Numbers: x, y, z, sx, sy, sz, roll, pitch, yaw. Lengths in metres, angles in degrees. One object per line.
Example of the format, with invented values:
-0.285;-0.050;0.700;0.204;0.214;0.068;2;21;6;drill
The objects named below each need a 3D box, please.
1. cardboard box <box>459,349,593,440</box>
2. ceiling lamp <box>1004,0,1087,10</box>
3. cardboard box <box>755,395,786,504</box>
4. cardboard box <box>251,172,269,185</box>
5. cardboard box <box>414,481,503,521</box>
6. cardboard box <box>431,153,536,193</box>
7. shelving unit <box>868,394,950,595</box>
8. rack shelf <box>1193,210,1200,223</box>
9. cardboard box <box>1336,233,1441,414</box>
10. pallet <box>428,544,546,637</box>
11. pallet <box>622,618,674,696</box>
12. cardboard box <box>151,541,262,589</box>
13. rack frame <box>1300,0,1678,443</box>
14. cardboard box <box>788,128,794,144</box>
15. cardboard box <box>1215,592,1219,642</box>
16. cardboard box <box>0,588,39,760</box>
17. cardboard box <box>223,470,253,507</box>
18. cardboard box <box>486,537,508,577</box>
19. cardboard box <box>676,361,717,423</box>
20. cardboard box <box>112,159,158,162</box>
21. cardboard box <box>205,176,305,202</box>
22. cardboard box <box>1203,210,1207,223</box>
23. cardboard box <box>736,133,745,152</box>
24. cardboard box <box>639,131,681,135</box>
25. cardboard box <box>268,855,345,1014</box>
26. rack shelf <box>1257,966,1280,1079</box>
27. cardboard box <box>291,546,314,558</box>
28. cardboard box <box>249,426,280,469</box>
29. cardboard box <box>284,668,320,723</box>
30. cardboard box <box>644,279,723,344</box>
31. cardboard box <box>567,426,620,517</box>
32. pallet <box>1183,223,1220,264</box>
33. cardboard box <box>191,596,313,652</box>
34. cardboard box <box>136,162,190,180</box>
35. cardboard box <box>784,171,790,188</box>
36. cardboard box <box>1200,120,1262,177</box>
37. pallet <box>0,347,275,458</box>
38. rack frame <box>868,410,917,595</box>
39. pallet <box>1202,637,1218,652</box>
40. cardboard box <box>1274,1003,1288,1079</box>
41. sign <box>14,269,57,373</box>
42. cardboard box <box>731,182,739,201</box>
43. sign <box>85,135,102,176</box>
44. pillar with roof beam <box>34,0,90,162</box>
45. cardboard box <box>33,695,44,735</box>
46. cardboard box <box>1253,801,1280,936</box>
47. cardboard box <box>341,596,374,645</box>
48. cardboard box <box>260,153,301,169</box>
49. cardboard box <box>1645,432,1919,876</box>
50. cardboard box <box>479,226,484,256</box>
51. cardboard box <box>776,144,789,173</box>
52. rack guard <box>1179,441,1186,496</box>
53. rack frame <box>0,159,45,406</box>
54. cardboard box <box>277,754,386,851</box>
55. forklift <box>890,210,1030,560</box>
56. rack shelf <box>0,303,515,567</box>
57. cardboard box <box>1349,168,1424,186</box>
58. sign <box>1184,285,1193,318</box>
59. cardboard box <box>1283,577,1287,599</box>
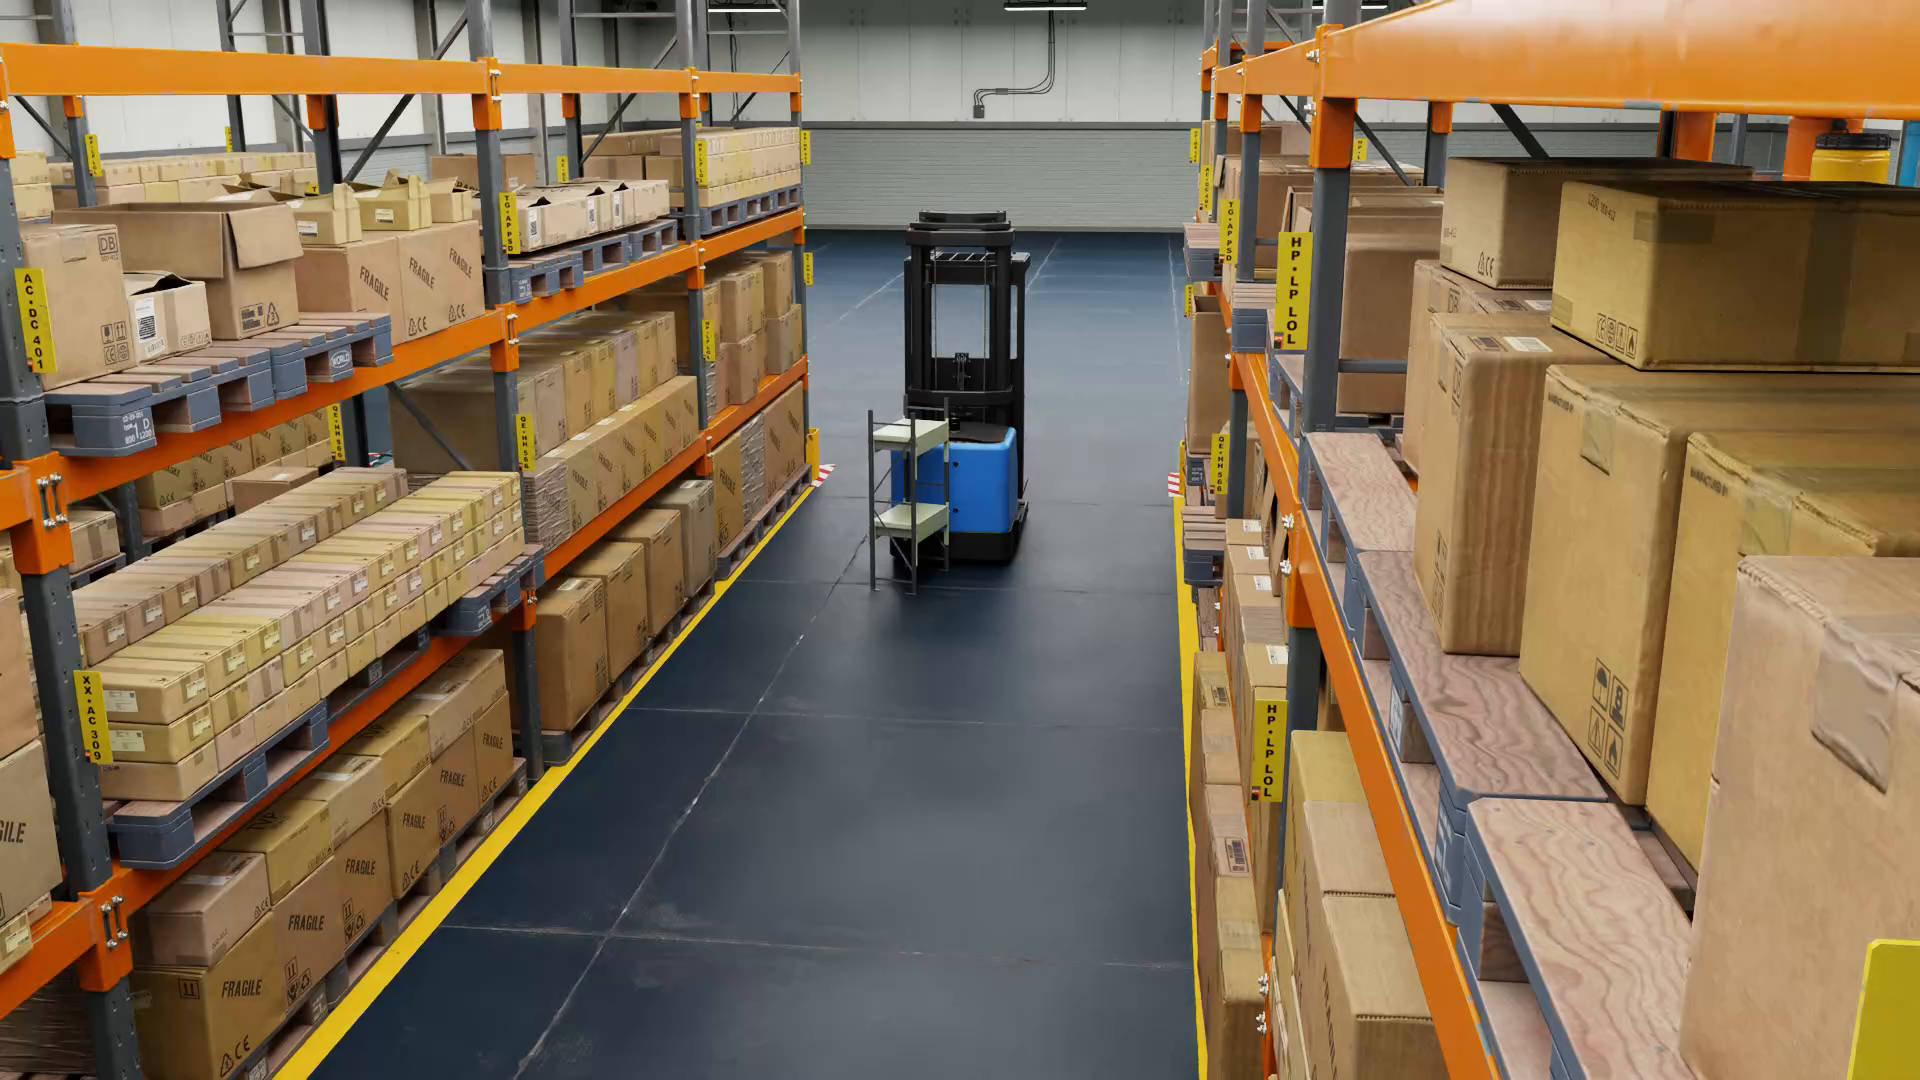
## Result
-2.820;-0.952;10.829;0.700;0.500;0.500;1;15;5;cardboard box
2.085;-14.361;39.850;2.000;3.185;0.800;2;15;6;ceiling lamp
-2.197;-0.886;15.960;0.875;0.875;0.875;1;15;5;cardboard box
-6.921;-3.348;15.770;0.500;0.250;0.500;2;15;8;cardboard box
-2.622;-0.203;8.705;0.380;0.149;0.250;2;15;6;cardboard box
-3.074;-2.247;10.791;0.500;0.500;0.500;2;15;6;cardboard box
-0.413;-0.385;13.712;0.431;1.500;0.755;6;16;20;shelving unit
2.602;-2.525;14.386;1.077;0.370;4.000;2;15;6;rack shelf
1.529;-0.681;5.190;0.700;0.500;0.500;2;15;8;cardboard box
-2.967;0.240;8.895;1.213;0.211;1.003;2;15;6;pallet
-2.688;0.788;11.844;1.003;0.211;1.213;2;15;6;pallet
-3.415;0.110;7.544;0.380;0.149;0.250;1;15;5;cardboard box
1.473;-1.727;4.309;1.000;3.000;0.127;2;15;6;rack frame
-1.820;-3.916;16.109;0.380;0.149;0.250;2;15;7;cardboard box
2.150;0.515;11.455;0.700;0.500;0.500;0;15;1;cardboard box
-3.228;0.452;5.066;0.500;0.500;0.500;1;15;4;cardboard box
-7.029;-0.494;15.707;0.500;0.250;0.500;1;15;6;cardboard box
-2.621;0.084;8.782;0.380;0.149;0.250;2;15;6;cardboard box
-2.511;-1.246;13.738;0.875;0.550;0.550;2;15;6;cardboard box
-7.572;-3.403;15.207;0.380;0.149;0.250;2;15;7;cardboard box
-3.359;-1.608;7.959;0.396;0.266;0.258;2;15;6;cardboard box
2.290;-2.675;13.848;0.500;0.250;0.500;2;15;6;cardboard box
-2.049;-3.390;14.162;0.380;0.149;0.250;2;15;7;cardboard box
-2.645;-3.539;14.714;0.380;0.149;0.250;2;15;7;cardboard box
-3.039;1.680;7.188;0.500;0.500;0.500;2;15;9;cardboard box
1.248;2.035;3.267;1.077;0.370;4.000;2;15;6;rack shelf
-3.359;0.124;8.065;0.380;0.149;0.250;2;15;6;cardboard box
-6.970;-0.991;16.106;0.500;0.500;0.500;1;15;5;cardboard box
-2.855;0.625;6.781;0.380;0.149;0.250;2;15;7;cardboard box
-2.518;-1.912;14.132;0.875;0.550;0.550;2;15;6;cardboard box
-2.561;-0.460;10.925;0.500;0.500;0.500;2;15;6;cardboard box
2.201;-2.106;11.817;1.213;0.211;1.003;2;15;6;pallet
-2.854;0.336;6.710;0.380;0.149;0.250;1;15;6;cardboard box
-7.038;-3.251;14.646;0.380;0.149;0.250;1;15;4;cardboard box
-1.848;-3.465;15.968;0.380;0.149;0.250;2;15;7;cardboard box
2.392;-3.447;14.698;0.500;0.500;0.500;2;15;6;cardboard box
-3.268;-0.517;5.942;1.213;0.211;1.003;2;15;6;pallet
-0.543;-0.296;13.382;0.400;1.500;0.023;6;16;20;rack frame
2.155;0.960;11.209;1.003;0.211;1.213;2;15;6;pallet
1.080;1.426;4.625;0.380;0.149;0.250;1;15;4;cardboard box
-2.903;-0.687;5.218;0.100;0.325;0.005;2;15;6;sign
-2.077;-2.937;14.016;0.380;0.149;0.250;1;15;5;cardboard box
-6.919;-3.070;13.277;0.100;0.325;0.005;2;15;6;sign
-7.971;-6.552;22.151;9.100;9.000;0.400;2;15;6;pillar with roof beam
-3.595;0.663;6.071;0.380;0.149;0.250;2;15;8;cardboard box
1.255;0.992;5.557;0.500;0.500;0.500;2;15;6;cardboard box
-2.799;0.343;7.255;0.380;0.149;0.250;1;15;5;cardboard box
-6.831;-3.784;16.618;0.380;0.149;0.250;2;15;7;cardboard box
1.211;0.181;1.814;0.700;0.500;0.500;1;15;4;cardboard box
-2.795;-1.700;9.442;0.380;0.149;0.250;1;15;4;cardboard box
-1.924;-3.621;15.781;0.500;0.250;0.500;2;15;6;cardboard box
2.819;-0.717;16.855;1.175;0.500;0.348;2;15;6;rack guard
-3.443;-1.899;4.946;1.000;3.000;0.127;2;15;6;rack frame
-2.978;1.185;7.582;0.500;0.250;0.500;2;15;8;cardboard box
0.068;-1.578;15.384;1.130;2.935;3.031;2;15;6;forklift
-3.218;-0.623;7.350;1.077;0.370;4.000;2;15;6;rack shelf
2.233;-1.720;8.881;0.500;0.500;0.500;2;15;7;cardboard box
2.288;-2.377;16.548;0.100;0.325;0.005;2;15;6;sign
1.626;0.293;6.218;0.797;0.503;0.637;2;15;7;cardboard box
